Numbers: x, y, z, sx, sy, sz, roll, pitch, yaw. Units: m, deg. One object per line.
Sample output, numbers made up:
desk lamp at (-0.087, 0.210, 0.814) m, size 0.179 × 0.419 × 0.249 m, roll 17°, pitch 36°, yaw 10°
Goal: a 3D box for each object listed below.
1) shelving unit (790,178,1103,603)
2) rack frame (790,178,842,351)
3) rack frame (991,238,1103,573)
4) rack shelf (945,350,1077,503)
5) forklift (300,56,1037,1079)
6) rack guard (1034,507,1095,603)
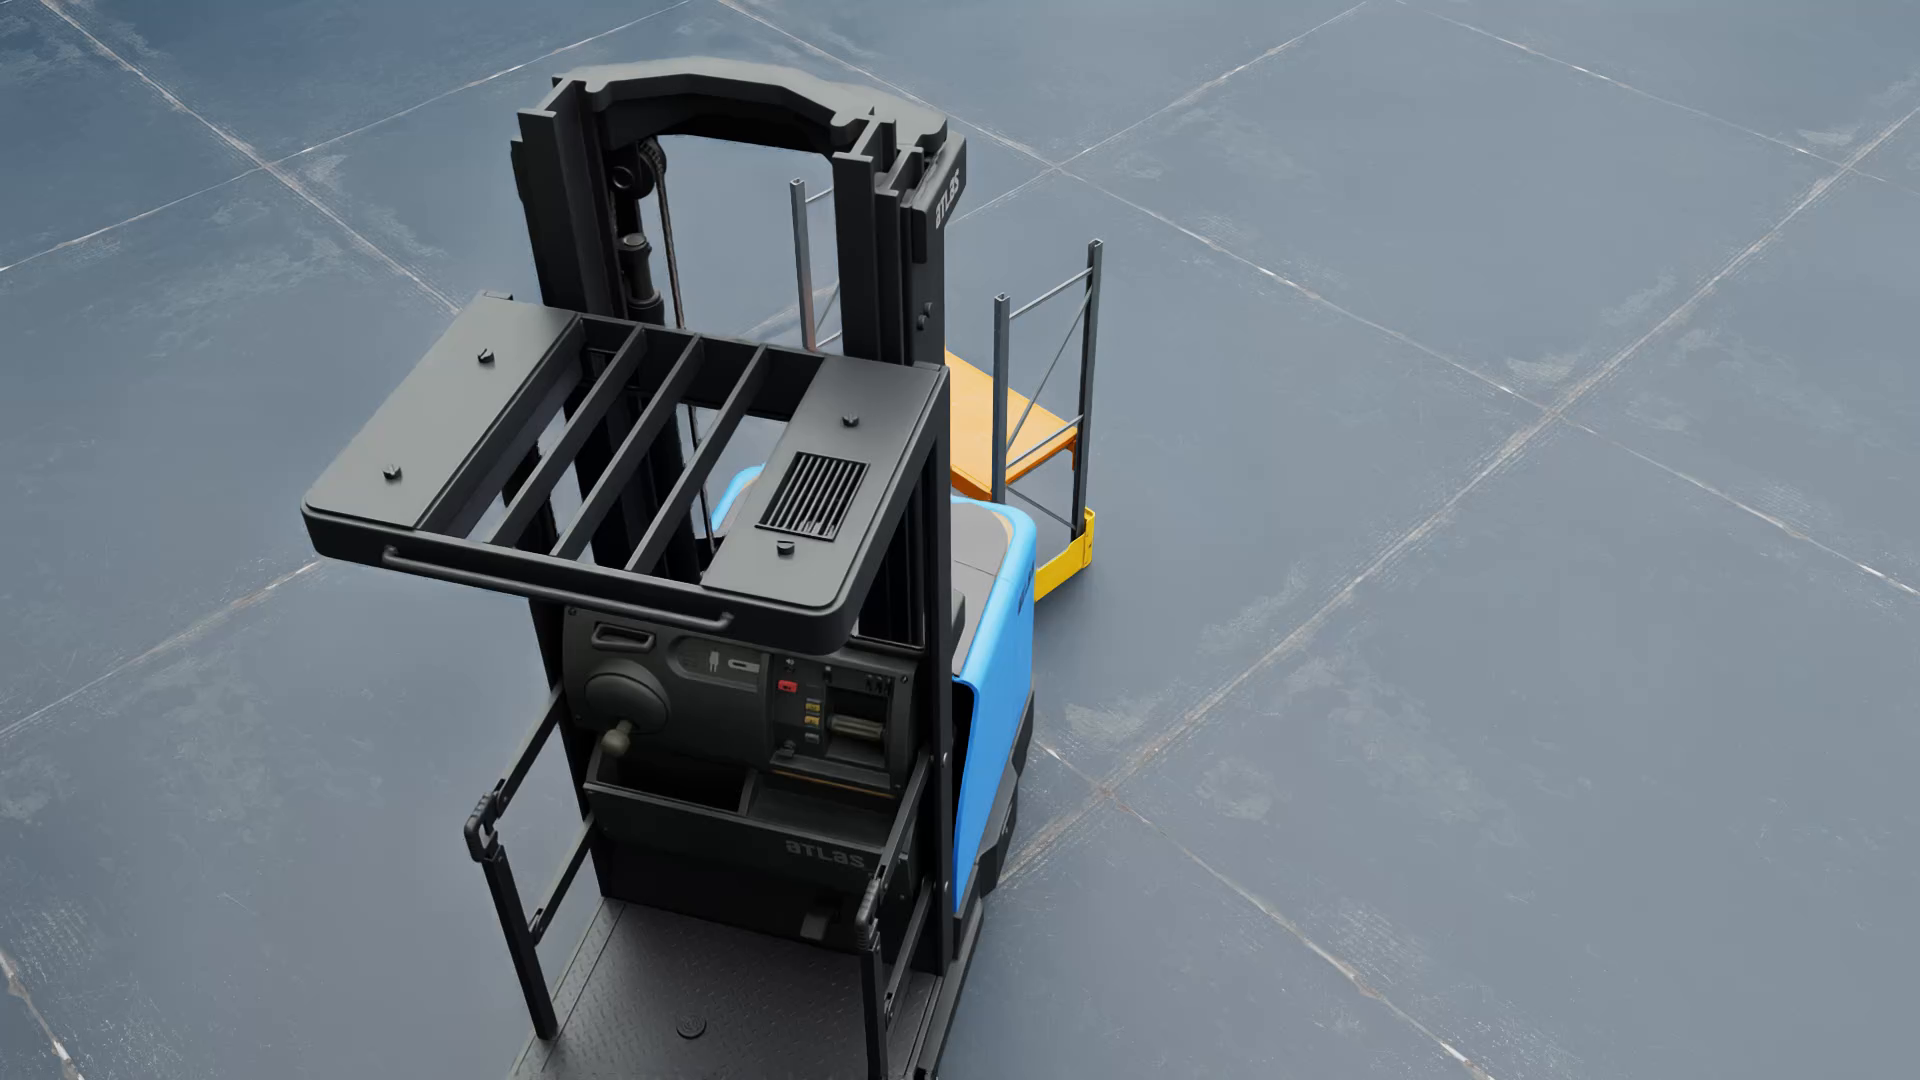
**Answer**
shelving unit at (-0.054, -0.587, 6.281) m, size 0.587 × 1.500 × 1.083 m, roll -34°, pitch 53°, yaw -31°
rack frame at (-0.419, -0.836, 6.550) m, size 0.500 × 1.500 × 0.032 m, roll -34°, pitch 53°, yaw -31°
rack frame at (0.299, -0.348, 6.021) m, size 0.500 × 1.500 × 0.032 m, roll -34°, pitch 53°, yaw -31°
rack shelf at (-0.060, -0.460, 6.407) m, size 0.538 × 0.185 × 1.000 m, roll -34°, pitch 53°, yaw -31°
forklift at (-0.623, 0.495, 4.055) m, size 1.130 × 2.935 × 3.031 m, roll 10°, pitch 44°, yaw 11°
rack guard at (0.298, 0.111, 6.446) m, size 0.587 × 0.250 × 0.087 m, roll -34°, pitch 53°, yaw -31°
